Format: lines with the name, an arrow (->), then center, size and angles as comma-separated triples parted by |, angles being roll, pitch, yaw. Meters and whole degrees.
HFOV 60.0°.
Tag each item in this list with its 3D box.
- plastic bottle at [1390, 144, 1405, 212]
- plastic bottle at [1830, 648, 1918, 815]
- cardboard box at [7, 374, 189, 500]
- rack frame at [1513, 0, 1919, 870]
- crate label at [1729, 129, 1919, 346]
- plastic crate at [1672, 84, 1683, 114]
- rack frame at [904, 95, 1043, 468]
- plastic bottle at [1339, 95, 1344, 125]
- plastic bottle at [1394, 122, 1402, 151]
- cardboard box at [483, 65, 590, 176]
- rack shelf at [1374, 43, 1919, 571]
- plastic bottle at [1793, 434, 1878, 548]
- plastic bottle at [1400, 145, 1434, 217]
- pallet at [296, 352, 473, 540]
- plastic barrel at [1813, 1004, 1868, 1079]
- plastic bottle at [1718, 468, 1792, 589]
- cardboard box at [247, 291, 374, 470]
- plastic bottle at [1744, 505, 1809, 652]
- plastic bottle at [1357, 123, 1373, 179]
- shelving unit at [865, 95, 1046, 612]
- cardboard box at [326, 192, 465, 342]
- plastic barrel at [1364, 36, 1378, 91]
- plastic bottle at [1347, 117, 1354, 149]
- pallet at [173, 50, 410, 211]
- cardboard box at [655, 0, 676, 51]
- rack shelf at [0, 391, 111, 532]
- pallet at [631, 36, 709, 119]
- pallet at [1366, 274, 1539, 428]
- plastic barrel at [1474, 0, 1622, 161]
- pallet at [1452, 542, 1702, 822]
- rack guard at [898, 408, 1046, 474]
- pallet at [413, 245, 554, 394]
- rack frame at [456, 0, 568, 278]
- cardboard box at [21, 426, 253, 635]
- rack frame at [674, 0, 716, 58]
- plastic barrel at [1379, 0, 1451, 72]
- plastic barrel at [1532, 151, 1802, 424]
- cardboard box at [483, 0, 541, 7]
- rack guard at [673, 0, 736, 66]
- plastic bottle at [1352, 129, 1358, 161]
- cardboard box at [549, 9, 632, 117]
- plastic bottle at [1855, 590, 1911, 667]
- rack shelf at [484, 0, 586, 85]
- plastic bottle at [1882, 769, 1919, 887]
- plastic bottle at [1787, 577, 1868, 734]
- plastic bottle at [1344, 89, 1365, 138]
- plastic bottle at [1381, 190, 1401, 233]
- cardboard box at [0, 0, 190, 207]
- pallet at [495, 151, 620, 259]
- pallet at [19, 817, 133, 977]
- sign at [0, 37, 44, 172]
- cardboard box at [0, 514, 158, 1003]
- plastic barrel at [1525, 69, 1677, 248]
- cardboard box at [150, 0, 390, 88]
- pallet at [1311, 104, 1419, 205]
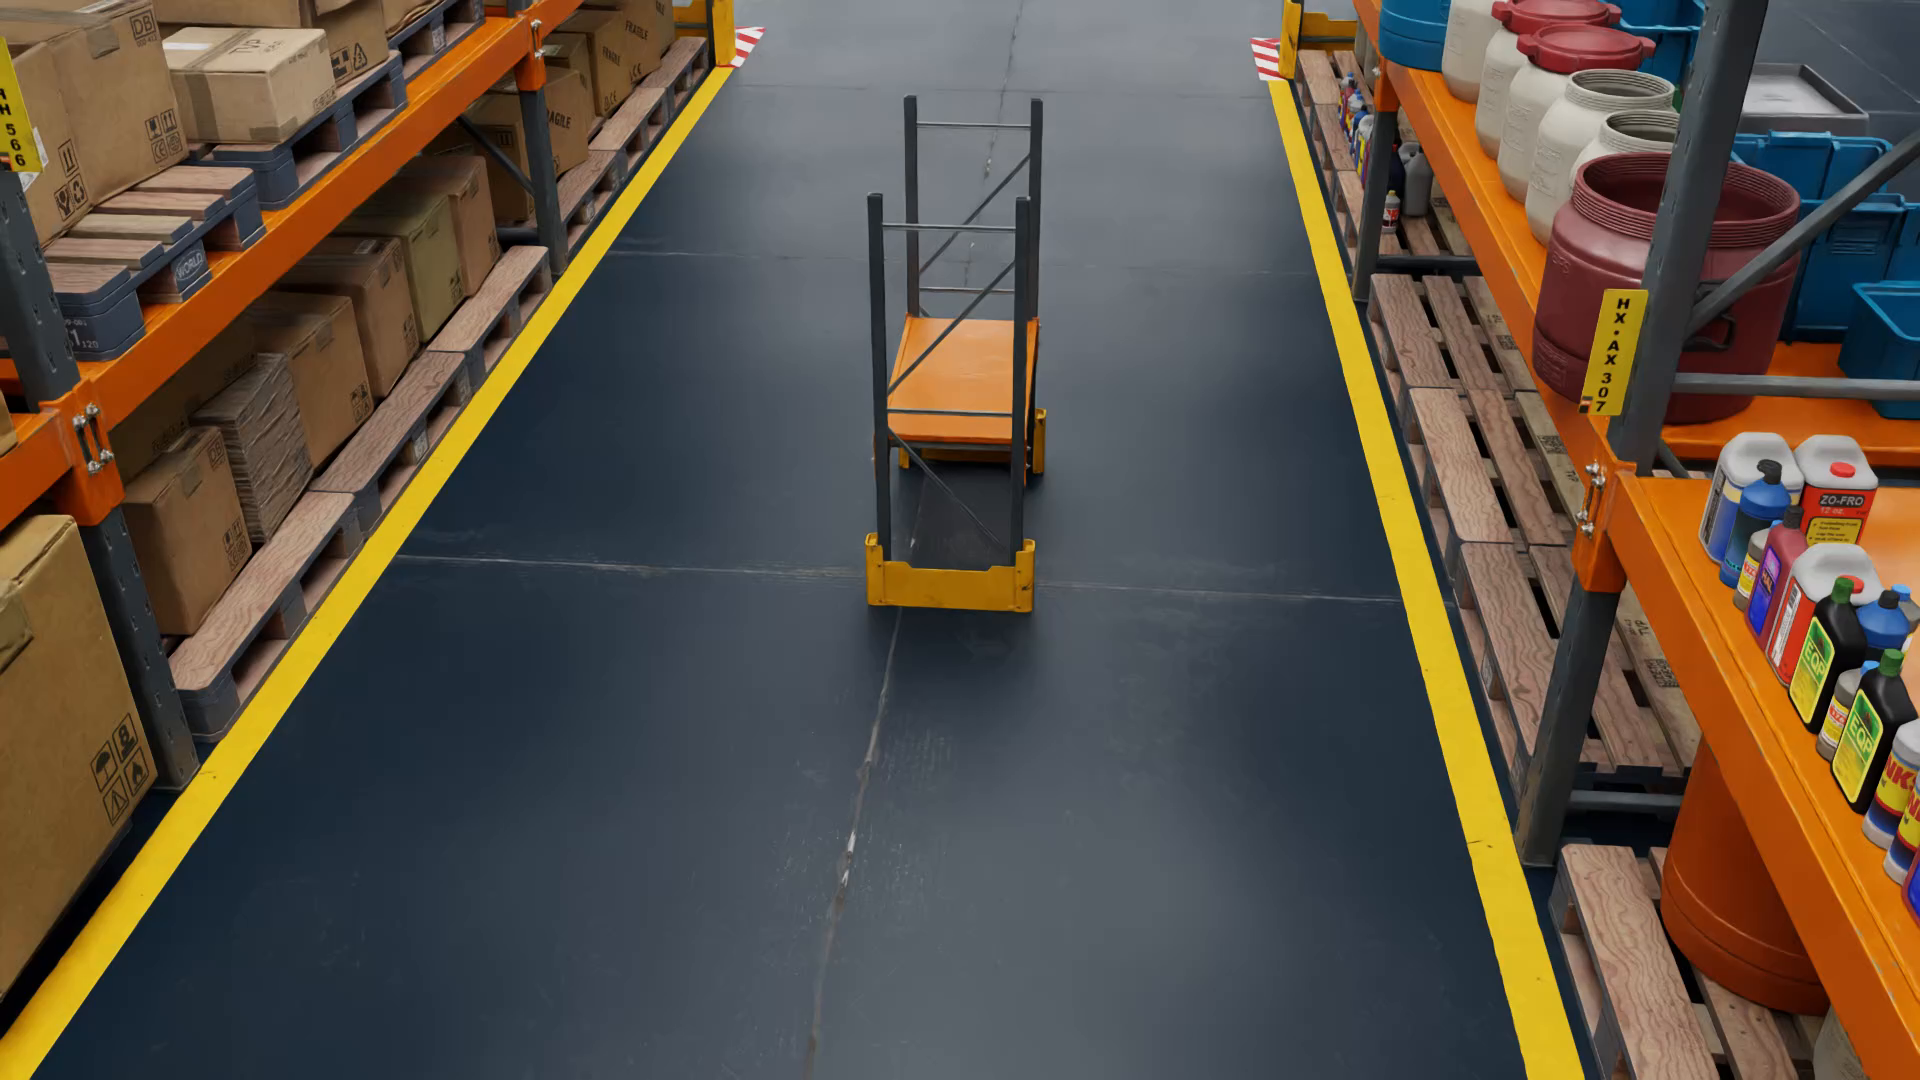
plastic bottle -> 2.192, -1.855, 8.506 | 0.144, 0.351, 0.185 | 2, 32, 3
plastic bottle -> 1.631, 0.338, 2.953 | 0.061, 0.283, 0.133 | 2, 32, 4
cardboard box -> -2.810, -0.360, 5.223 | 0.500, 0.250, 0.500 | 4, 32, 6
rack frame -> 2.102, -0.354, 3.966 | 1.000, 3.000, 0.127 | 2, 32, 4
crate label -> 2.452, -0.877, 4.781 | 0.502, 0.435, 0.616 | 2, 32, 4
plastic crate -> 2.567, -1.433, 5.918 | 0.450, 0.188, 0.662 | 2, 32, 4
rack frame -> 0.048, -0.949, 6.360 | 0.500, 1.500, 0.032 | 2, 32, 4
plastic bottle -> 2.286, -2.545, 9.768 | 0.097, 0.201, 0.097 | 0, 32, 0
plastic bottle -> 2.339, -2.104, 8.975 | 0.061, 0.283, 0.133 | 2, 32, 4
cardboard box -> -2.398, -2.279, 9.072 | 0.500, 0.500, 0.500 | 13, 34, 19
rack shelf -> 2.264, -1.094, 5.852 | 1.077, 0.370, 4.000 | 2, 32, 4
plastic bottle -> 1.896, -0.083, 3.643 | 0.152, 0.276, 0.135 | 2, 32, 4
plastic bottle -> 2.336, -1.848, 8.496 | 0.144, 0.351, 0.185 | 2, 32, 4
pallet -> -2.668, -0.424, 6.736 | 1.003, 0.211, 1.213 | 2, 32, 4
plastic barrel -> 2.122, 1.082, 3.607 | 0.421, 0.512, 0.421 | 0, 32, 0
plastic bottle -> 1.708, -0.028, 3.558 | 0.097, 0.271, 0.097 | 0, 32, 0
cardboard box -> -2.729, -0.628, 6.373 | 0.700, 0.500, 0.500 | 5, 32, 8
plastic bottle -> 1.672, 0.078, 3.376 | 0.061, 0.283, 0.133 | 2, 32, 4
plastic bottle -> 2.234, -2.124, 8.943 | 0.144, 0.351, 0.185 | 2, 32, 4
shelving unit -> 0.006, -0.678, 5.921 | 0.587, 1.500, 1.083 | 2, 32, 4
cardboard box -> -2.638, -1.212, 7.321 | 0.700, 0.500, 0.500 | 2, 32, 4
plastic barrel -> 2.735, -3.048, 10.307 | 0.421, 0.512, 0.421 | 0, 32, 0
plastic bottle -> 2.251, -2.316, 9.396 | 0.097, 0.201, 0.097 | 0, 32, 0
pallet -> -2.715, -1.521, 6.042 | 1.003, 0.211, 1.213 | 2, 32, 4
cardboard box -> -2.251, -3.538, 11.114 | 0.500, 0.500, 0.500 | 8, 33, 13
rack shelf -> -2.998, 0.786, 2.801 | 1.077, 0.370, 4.000 | 2, 32, 4
pallet -> -2.291, -3.099, 11.077 | 1.003, 0.211, 1.213 | 2, 32, 4
pallet -> 2.402, -0.847, 7.423 | 1.003, 0.211, 1.213 | 2, 32, 4
plastic barrel -> 2.071, -1.629, 5.905 | 0.433, 0.535, 0.433 | 0, 32, 0
pallet -> 2.203, 0.429, 5.352 | 1.003, 0.211, 1.213 | 2, 32, 4
rack guard -> 0.047, -0.407, 6.672 | 0.587, 0.250, 0.087 | 2, 32, 4
pallet -> -2.571, -1.063, 7.774 | 1.003, 0.211, 1.213 | 2, 32, 4
rack frame -> -2.509, -2.658, 7.703 | 1.000, 3.000, 0.127 | 2, 32, 4
cardboard box -> -2.800, -0.040, 5.420 | 0.700, 0.500, 0.500 | 1, 32, 1
rack frame -> -2.184, -4.749, 11.097 | 1.000, 3.000, 0.127 | 2, 32, 4
plastic barrel -> 2.094, -2.470, 6.922 | 0.600, 0.901, 0.708 | 2, 32, 4
plastic barrel -> 1.837, -0.668, 4.345 | 0.600, 0.536, 0.708 | 2, 32, 4
cardboard box -> -2.192, -2.650, 7.931 | 0.380, 0.149, 0.250 | 2, 32, 4
rack guard -> -2.190, -3.645, 11.689 | 1.175, 0.500, 0.348 | 2, 32, 4
plastic bottle -> 2.234, -2.208, 9.222 | 0.097, 0.201, 0.097 | 0, 32, 0
cardboard box -> -2.335, -2.897, 10.075 | 0.500, 0.500, 0.500 | 5, 32, 9
plastic bottle -> 1.730, 0.217, 3.162 | 0.097, 0.271, 0.097 | 0, 32, 0
rack shelf -> -2.346, -3.397, 9.589 | 1.077, 0.370, 4.000 | 2, 32, 4
plastic bottle -> 1.632, 0.456, 2.774 | 0.097, 0.271, 0.097 | 0, 32, 0
plastic bottle -> 1.650, 0.218, 3.149 | 0.061, 0.283, 0.133 | 2, 32, 4
plastic bottle -> 2.267, -2.449, 9.547 | 0.097, 0.271, 0.097 | 0, 32, 0
plastic bottle -> 2.146, -1.645, 8.308 | 0.097, 0.201, 0.097 | 0, 32, 0
cardboard box -> -2.885, -1.368, 5.114 | 0.700, 0.500, 0.500 | 7, 32, 11
pallet -> -2.490, -1.823, 9.007 | 1.003, 0.211, 1.213 | 2, 32, 4
pallet -> -2.974, 1.030, 4.377 | 1.003, 0.211, 1.213 | 2, 32, 4
sign -> -2.281, -1.037, 3.970 | 0.100, 0.325, 0.005 | 2, 32, 4
cardboard box -> -2.912, 0.520, 4.172 | 1.225, 0.875, 0.875 | 1, 32, 2
plastic barrel -> 2.007, -1.169, 5.182 | 0.421, 0.512, 0.421 | 0, 32, 0
cardboard box -> -2.558, -1.970, 6.089 | 0.797, 0.503, 0.637 | 6, 32, 9
pallet -> 2.620, -2.248, 9.696 | 1.003, 0.211, 1.213 | 2, 32, 4
